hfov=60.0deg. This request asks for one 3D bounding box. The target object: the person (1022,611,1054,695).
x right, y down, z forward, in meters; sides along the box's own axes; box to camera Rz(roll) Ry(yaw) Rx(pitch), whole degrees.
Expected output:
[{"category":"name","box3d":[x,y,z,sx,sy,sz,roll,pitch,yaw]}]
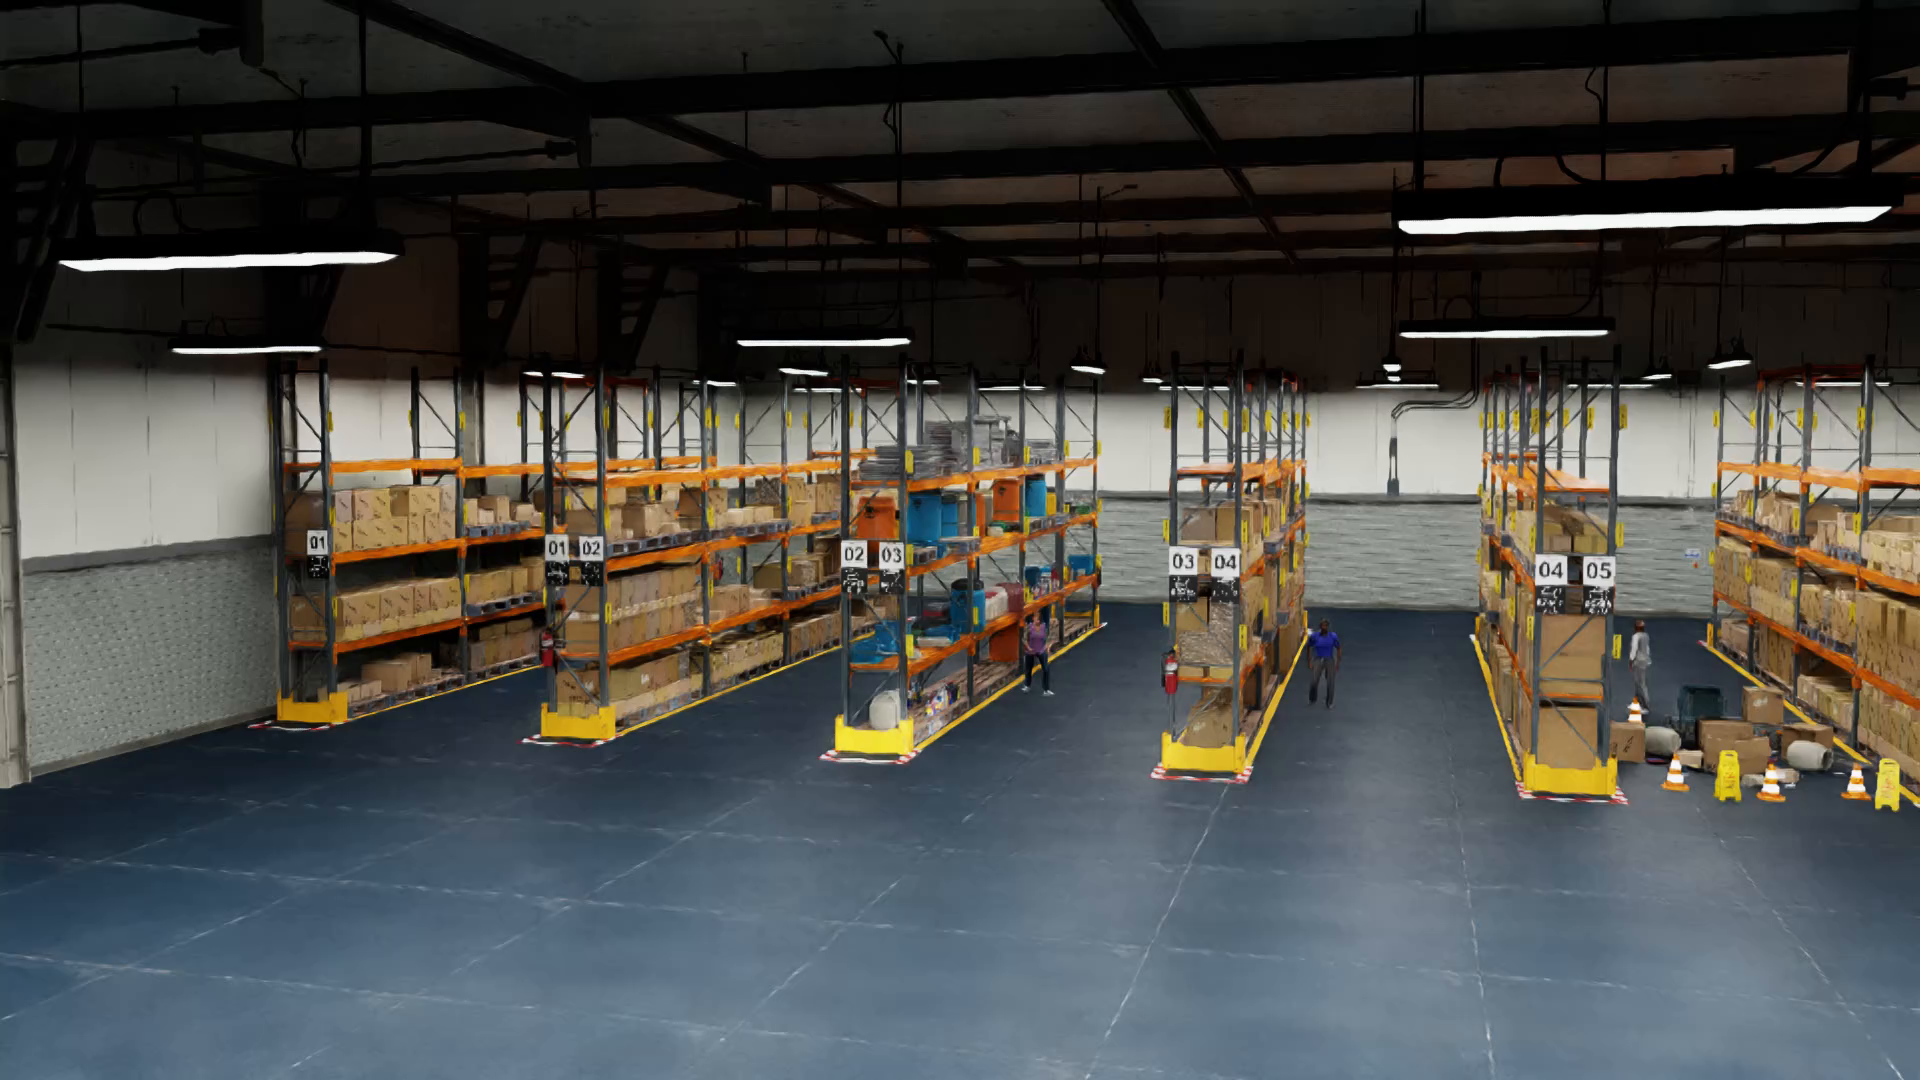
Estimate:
[{"category":"person","box3d":[1.402,2.041,30.397,0.561,1.525,0.788,0,4,-3]}]

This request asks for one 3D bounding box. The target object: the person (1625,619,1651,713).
[{"category":"person","box3d":[11.634,2.142,28.525,0.523,1.592,0.527,-4,6,-42]}]

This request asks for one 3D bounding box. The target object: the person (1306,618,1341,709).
[{"category":"person","box3d":[6.307,2.190,28.848,0.592,1.495,0.518,1,4,13]}]
